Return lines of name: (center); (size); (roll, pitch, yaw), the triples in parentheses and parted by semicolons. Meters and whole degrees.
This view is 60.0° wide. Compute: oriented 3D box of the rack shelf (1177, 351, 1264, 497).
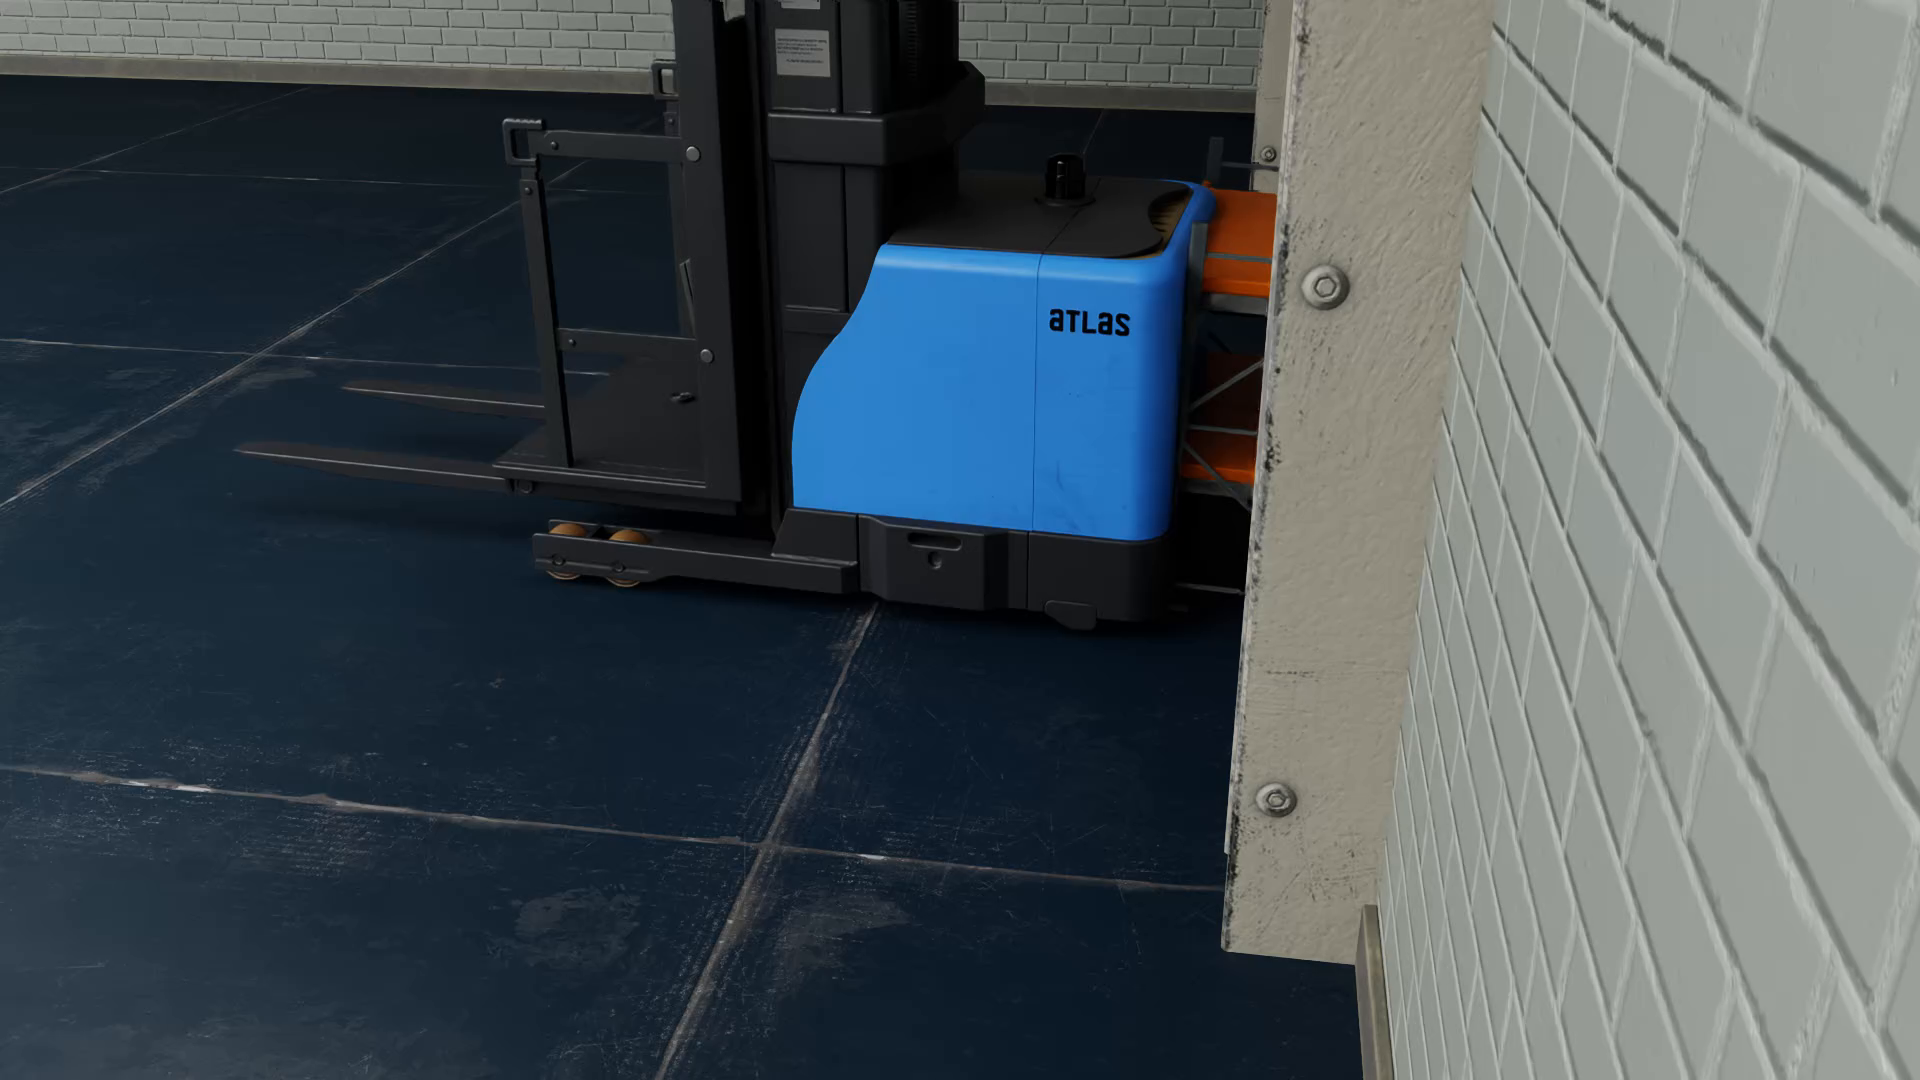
rack shelf: (0.899, -0.287, 5.073); (0.538, 0.278, 1.000); (7, 27, 8)

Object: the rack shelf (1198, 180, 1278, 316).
rack shelf: (0.925, -0.767, 4.834); (0.538, 0.278, 1.000); (7, 27, 8)

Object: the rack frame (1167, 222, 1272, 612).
rack frame: (0.820, -0.286, 4.515); (0.500, 1.125, 0.032); (7, 27, 8)

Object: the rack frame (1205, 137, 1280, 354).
rack frame: (1.002, -0.725, 5.414); (0.500, 1.125, 0.032); (7, 27, 8)

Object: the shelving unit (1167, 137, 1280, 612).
shelving unit: (0.911, -0.505, 4.964); (0.538, 1.125, 1.048); (7, 27, 8)

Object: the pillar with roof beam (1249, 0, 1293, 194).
pillar with roof beam: (-2.542, -6.107, 7.682); (9.100, 9.000, 0.400); (4, 25, 9)

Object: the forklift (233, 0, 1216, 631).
forklift: (-0.788, -1.396, 4.776); (3.031, 2.935, 1.130); (6, 26, 13)

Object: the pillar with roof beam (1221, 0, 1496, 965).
pillar with roof beam: (-3.522, -3.598, 2.321); (9.100, 9.000, 0.400); (4, 25, 9)
